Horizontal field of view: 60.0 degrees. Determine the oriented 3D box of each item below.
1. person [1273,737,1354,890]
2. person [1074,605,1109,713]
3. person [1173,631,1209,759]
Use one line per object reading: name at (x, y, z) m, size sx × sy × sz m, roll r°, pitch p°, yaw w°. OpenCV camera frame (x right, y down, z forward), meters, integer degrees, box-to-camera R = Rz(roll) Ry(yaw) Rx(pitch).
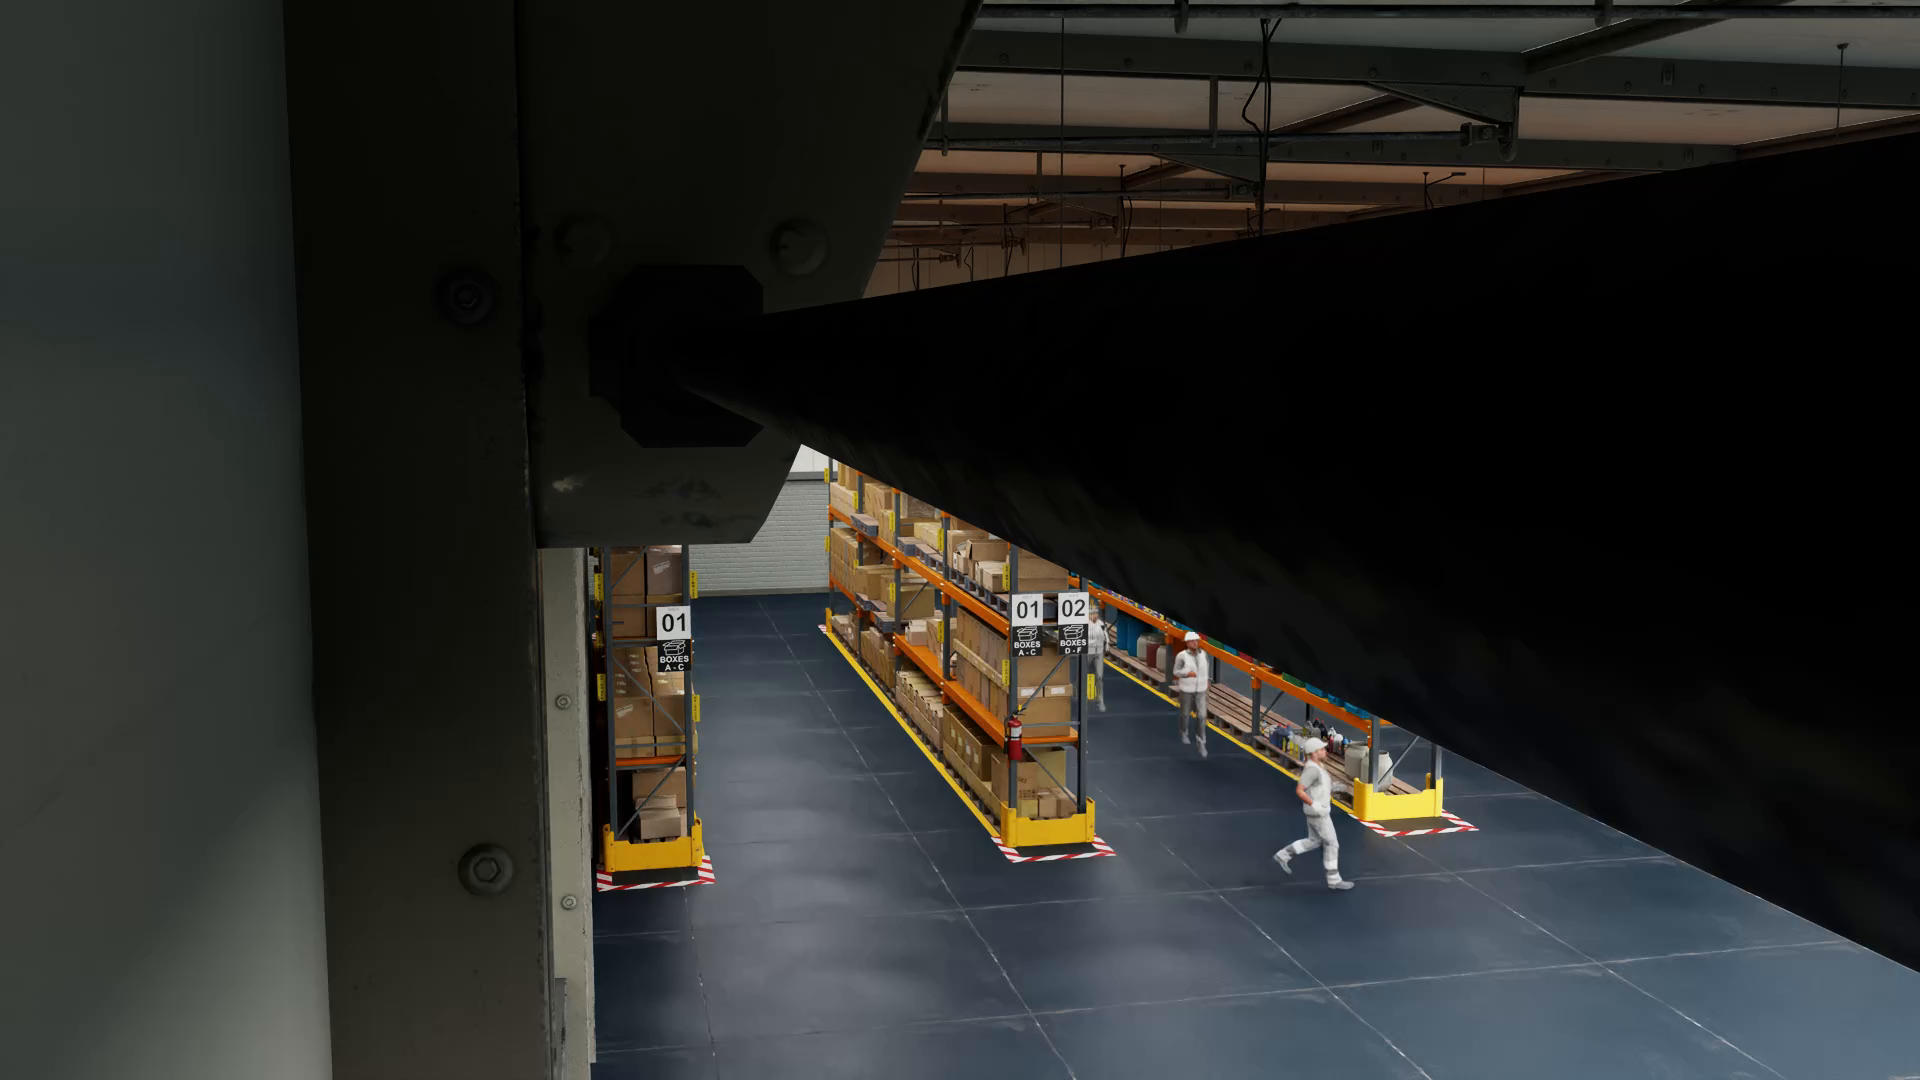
person at (4.117, 3.162, 19.299) m, size 0.939 × 1.767 × 0.668 m, roll 1°, pitch 7°, yaw 12°
person at (2.225, 1.950, 27.890) m, size 0.621 × 1.778 × 0.842 m, roll -2°, pitch 7°, yaw -18°
person at (3.473, 2.285, 24.830) m, size 0.638 × 1.878 × 0.769 m, roll -1°, pitch 7°, yaw -9°
